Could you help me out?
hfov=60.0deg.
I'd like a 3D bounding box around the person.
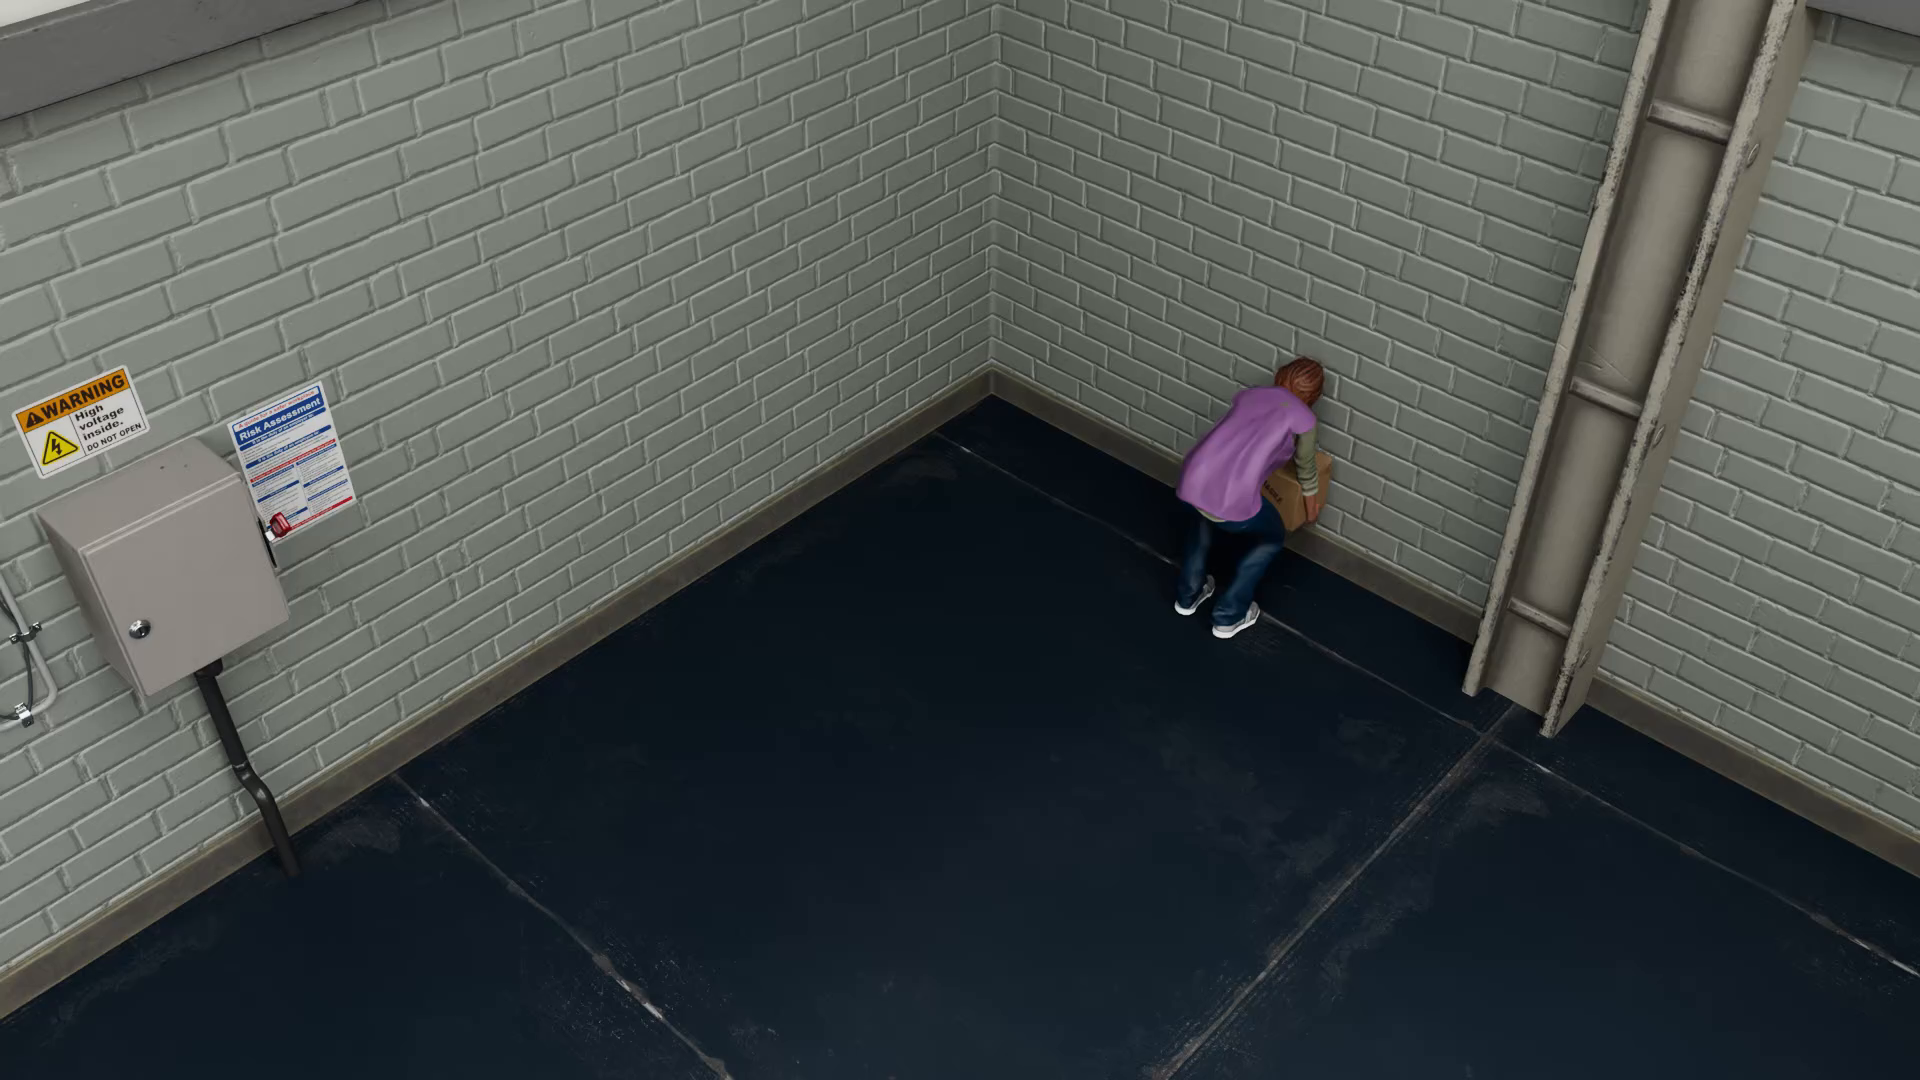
[{"bbox_3d":[1.186,-0.163,6.809,0.416,1.020,0.857,28,47,29],"label":"person"}]
